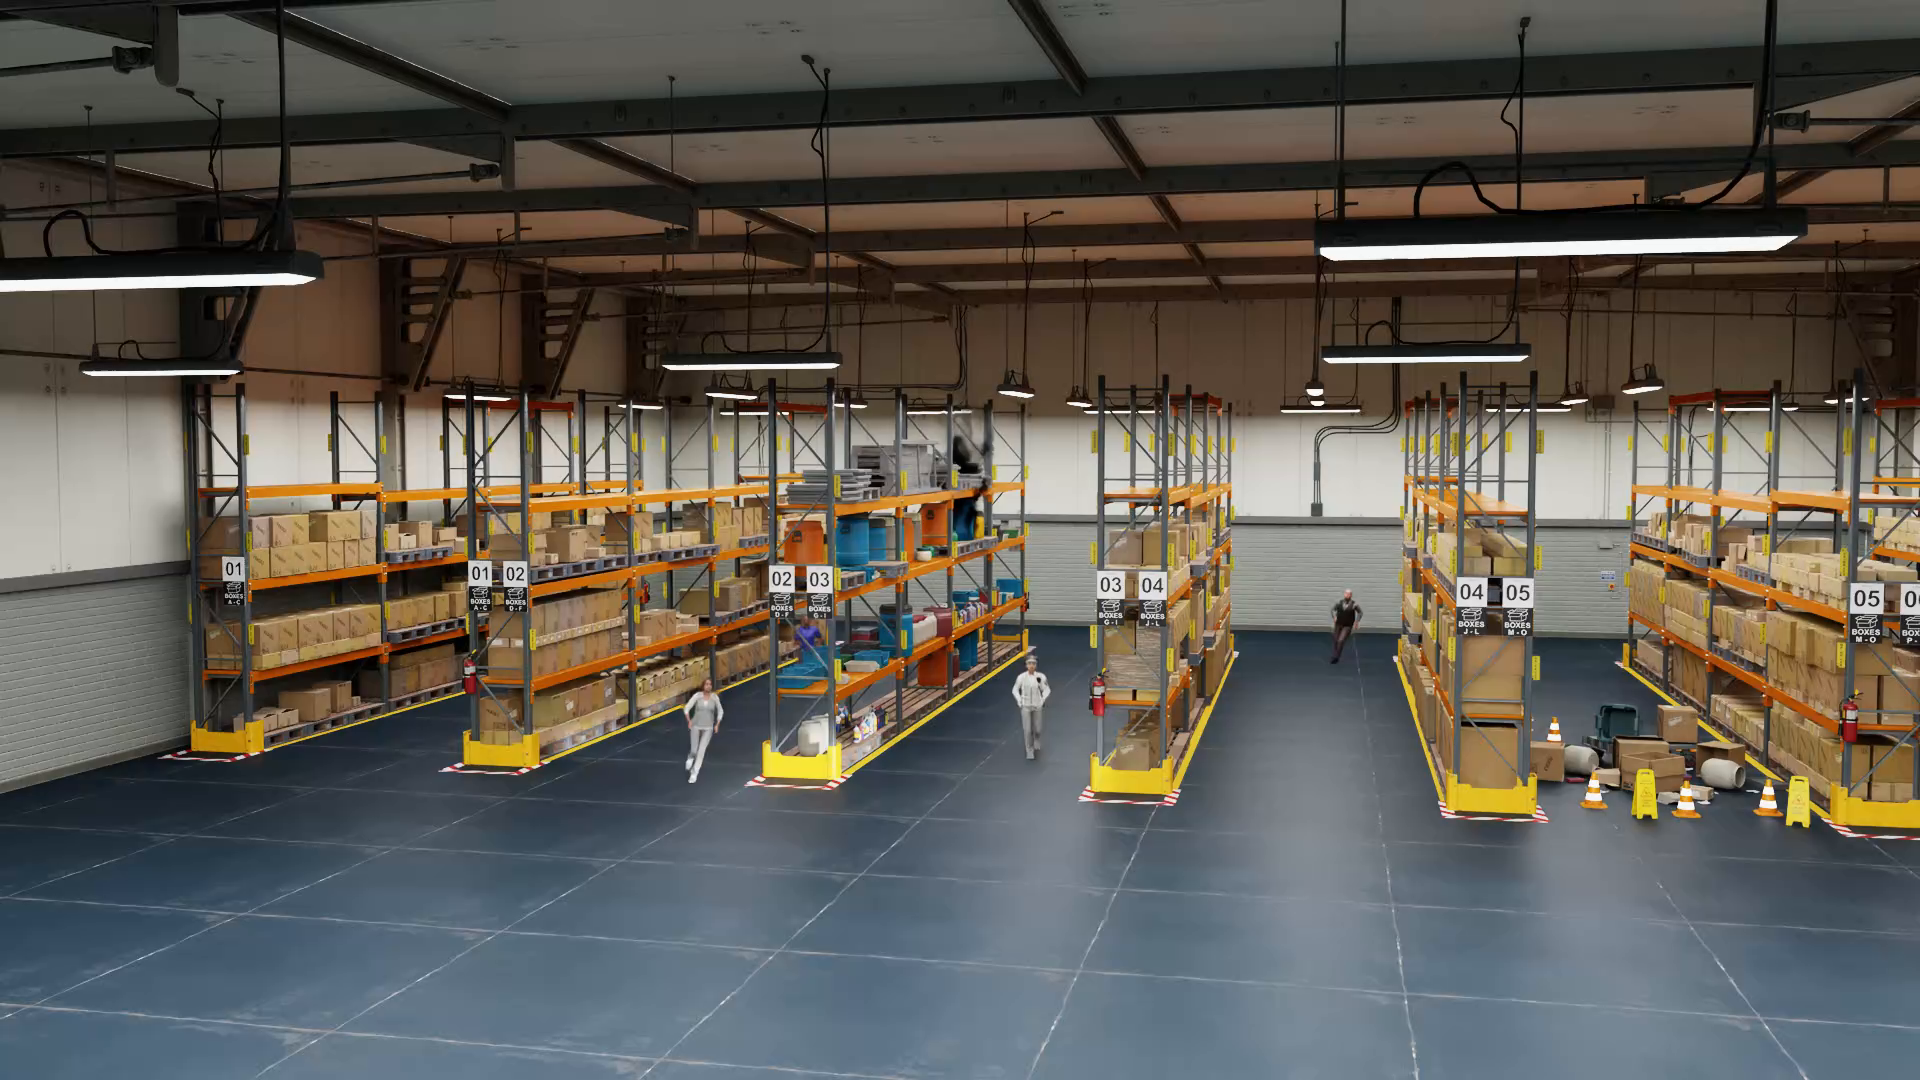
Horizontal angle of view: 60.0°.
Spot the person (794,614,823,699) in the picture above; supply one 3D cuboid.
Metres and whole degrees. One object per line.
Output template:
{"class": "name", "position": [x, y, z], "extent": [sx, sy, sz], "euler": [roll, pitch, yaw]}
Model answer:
{"class": "person", "position": [-3.015, 2.308, 32.869], "extent": [0.558, 1.685, 0.667], "euler": [0, 3, 2]}

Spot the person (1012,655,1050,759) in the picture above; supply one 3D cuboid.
{"class": "person", "position": [1.140, 2.653, 26.621], "extent": [0.614, 1.647, 0.580], "euler": [0, 3, 3]}

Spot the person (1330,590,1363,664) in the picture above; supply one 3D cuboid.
{"class": "person", "position": [8.813, 1.977, 38.078], "extent": [0.720, 1.680, 0.927], "euler": [2, 4, 28]}

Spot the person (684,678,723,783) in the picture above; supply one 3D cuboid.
{"class": "person", "position": [-3.821, 2.817, 24.831], "extent": [0.585, 1.526, 0.622], "euler": [-1, 3, -12]}
